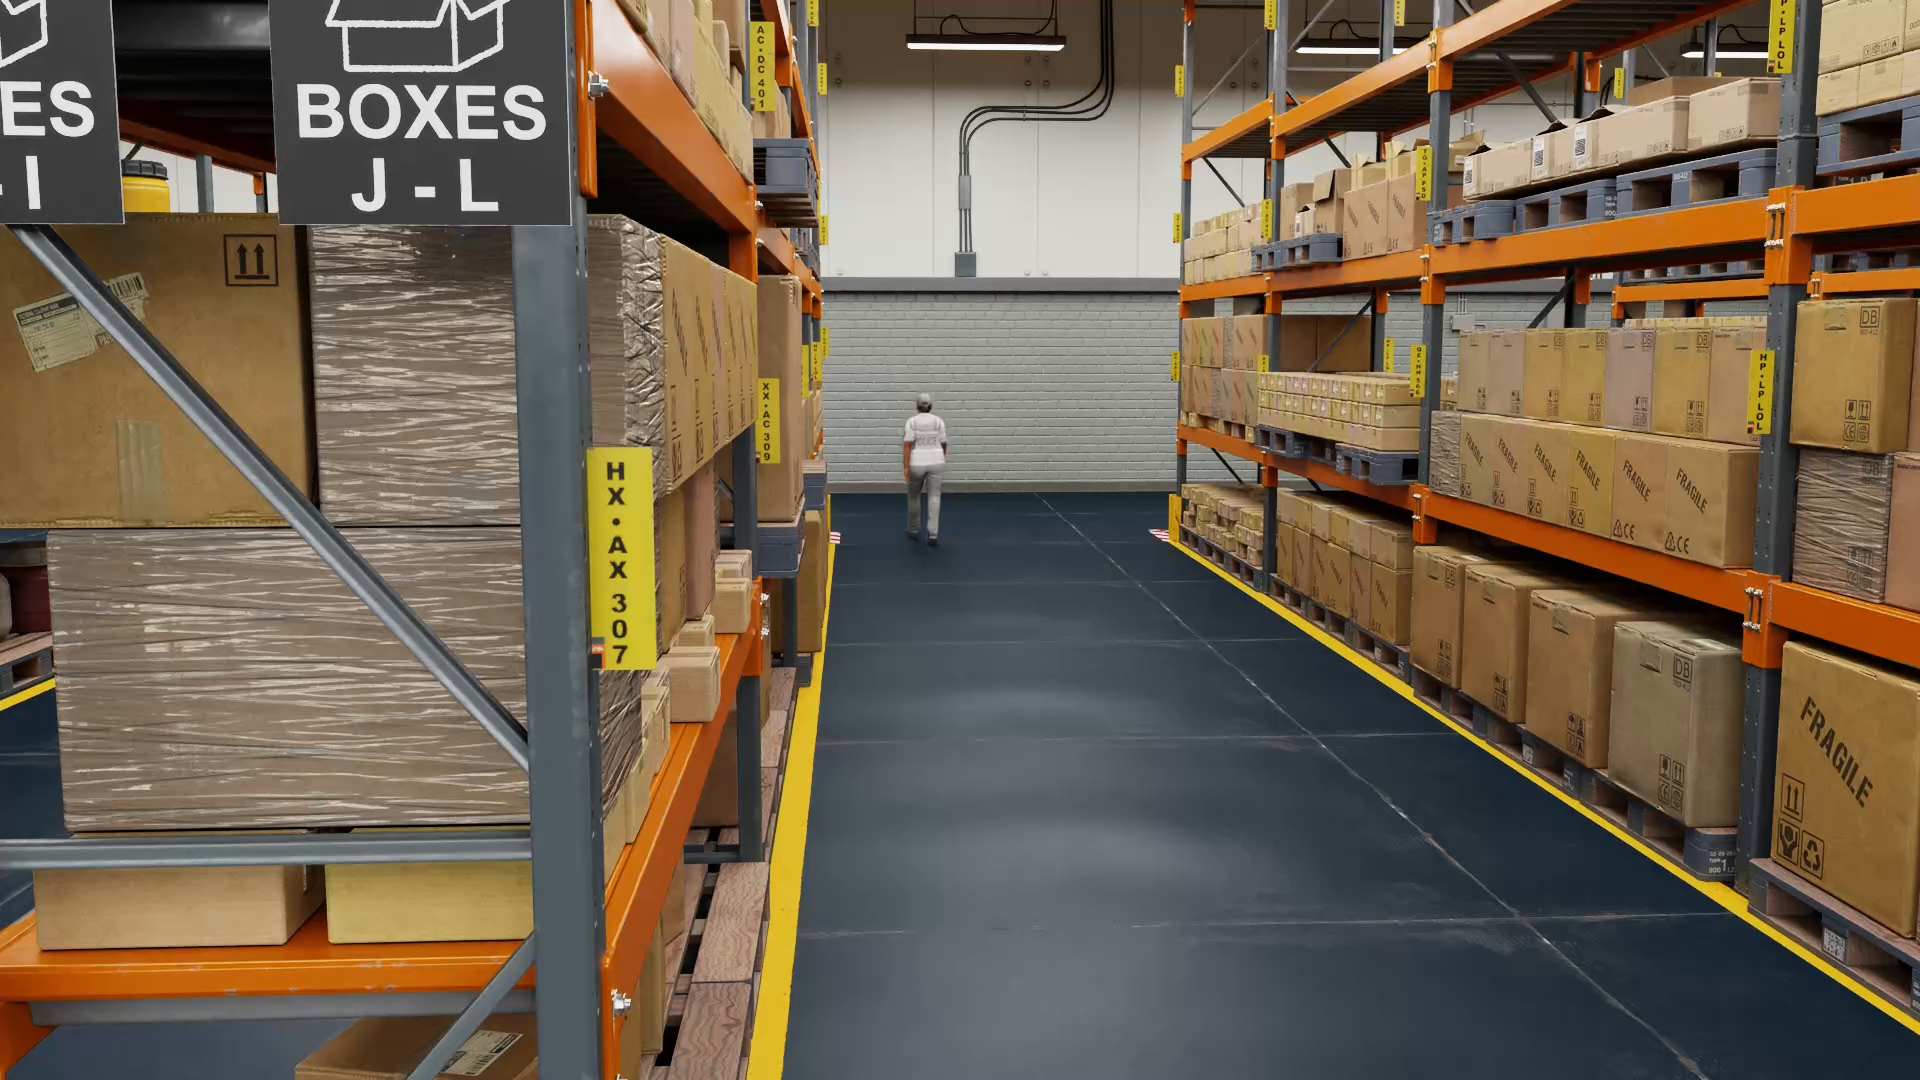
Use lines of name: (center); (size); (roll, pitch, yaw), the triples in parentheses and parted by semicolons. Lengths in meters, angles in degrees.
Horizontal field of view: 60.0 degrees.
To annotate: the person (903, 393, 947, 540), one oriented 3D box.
person: (-0.390, -0.830, 18.445); (0.487, 1.596, 1.031); (0, 7, -2)
